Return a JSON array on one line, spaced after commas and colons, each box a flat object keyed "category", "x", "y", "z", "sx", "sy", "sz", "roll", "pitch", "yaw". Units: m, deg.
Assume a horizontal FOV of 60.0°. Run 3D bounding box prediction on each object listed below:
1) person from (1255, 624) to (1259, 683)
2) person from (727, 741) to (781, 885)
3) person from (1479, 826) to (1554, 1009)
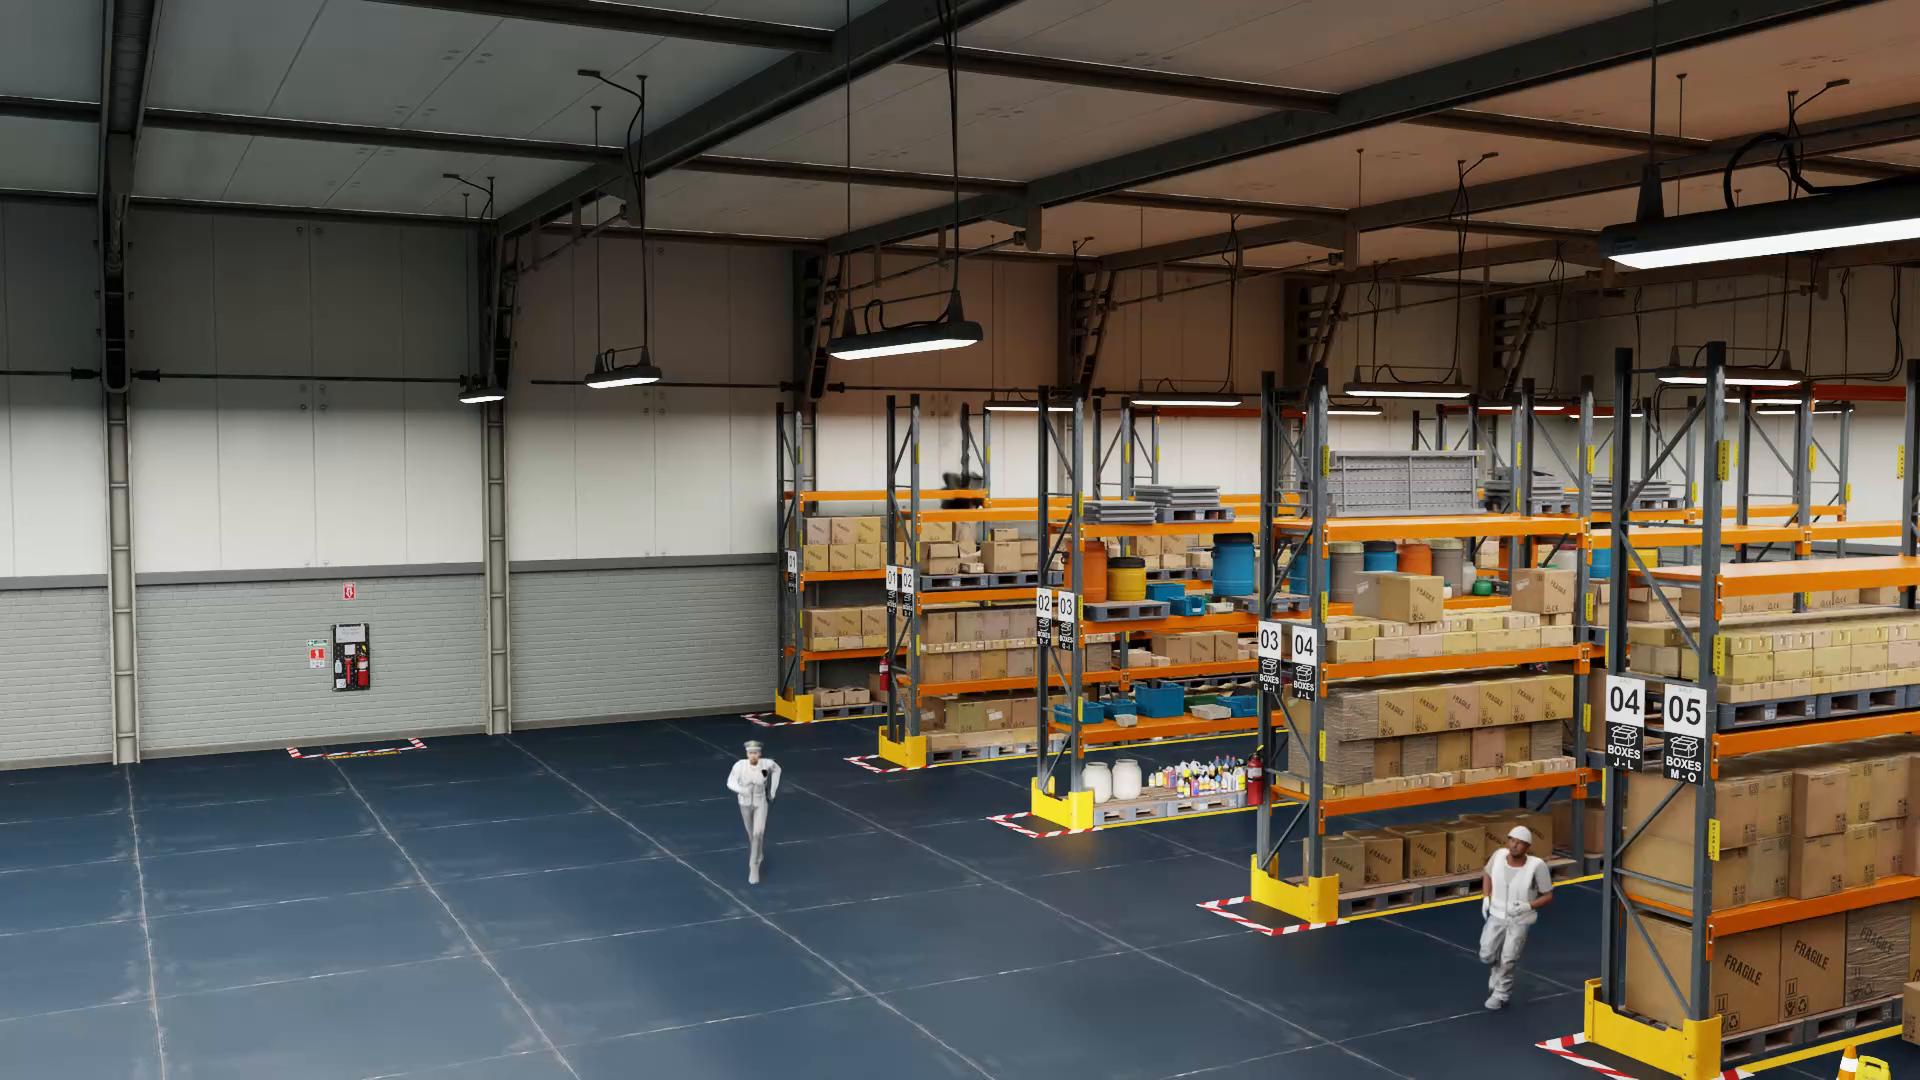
[{"category": "person", "x": 6.043, "y": 2.451, "z": 32.787, "sx": 0.877, "sy": 1.750, "sz": 0.727, "roll": -2, "pitch": 4, "yaw": -33}, {"category": "person", "x": -2.472, "y": 3.207, "z": 20.039, "sx": 0.612, "sy": 1.695, "sz": 0.992, "roll": 0, "pitch": 3, "yaw": 1}, {"category": "person", "x": 5.019, "y": 3.457, "z": 15.214, "sx": 0.591, "sy": 1.726, "sz": 0.540, "roll": 3, "pitch": 4, "yaw": 39}]
